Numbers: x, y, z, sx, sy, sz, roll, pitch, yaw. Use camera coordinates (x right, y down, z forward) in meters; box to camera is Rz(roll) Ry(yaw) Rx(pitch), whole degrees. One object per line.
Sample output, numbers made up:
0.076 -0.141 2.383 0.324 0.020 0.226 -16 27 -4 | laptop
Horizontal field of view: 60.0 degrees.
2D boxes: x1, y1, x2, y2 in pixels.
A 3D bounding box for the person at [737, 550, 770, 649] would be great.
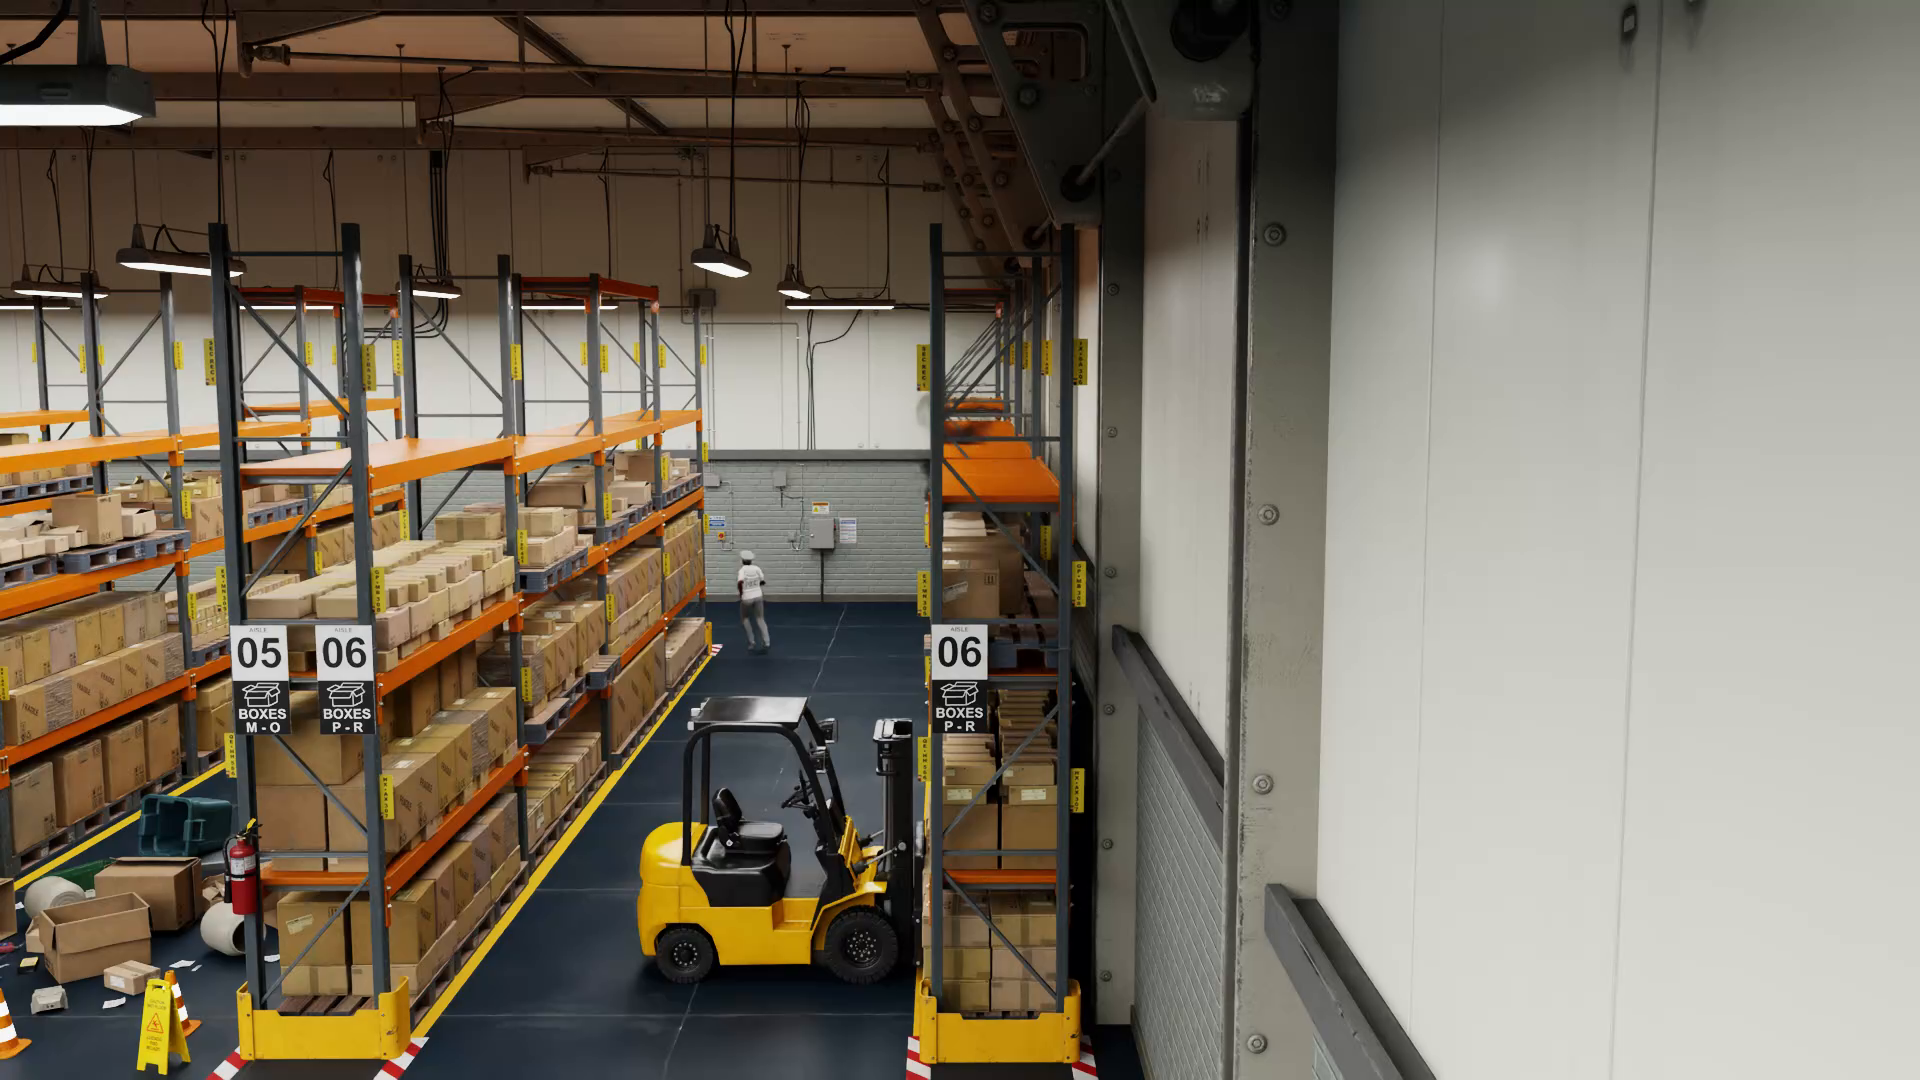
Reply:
-3.555 1.055 28.212 0.579 1.759 0.733 -4 8 -28 | person
